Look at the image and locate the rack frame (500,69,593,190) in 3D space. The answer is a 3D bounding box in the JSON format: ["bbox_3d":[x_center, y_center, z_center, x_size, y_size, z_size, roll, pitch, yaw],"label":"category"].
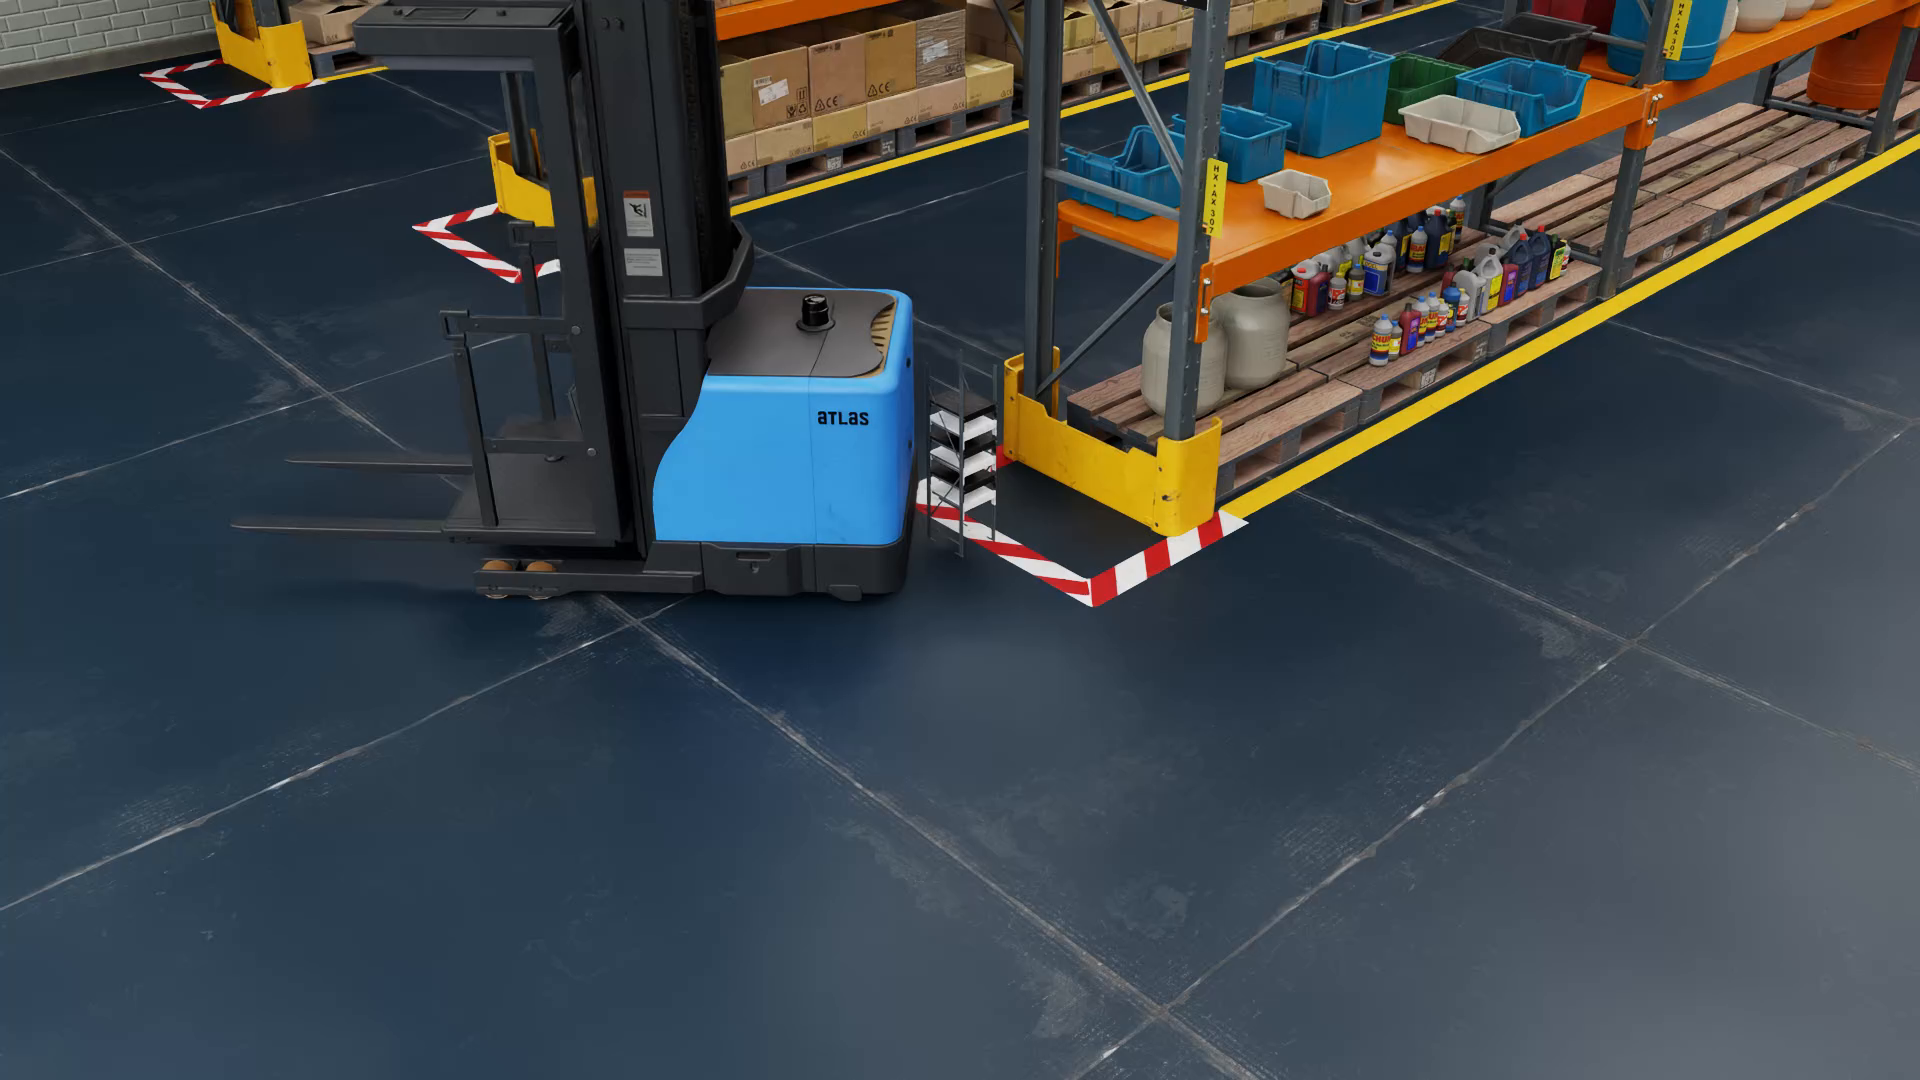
[{"bbox_3d":[-2.673,-3.416,10.460,0.127,3.000,1.000,-26,40,-35],"label":"rack frame"}]

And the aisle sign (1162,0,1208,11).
[{"bbox_3d":[0.839,-2.491,6.456,0.004,0.787,0.394,-26,40,-35],"label":"aisle sign"}]

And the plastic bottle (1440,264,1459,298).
[{"bbox_3d":[2.777,-1.430,9.395,0.133,0.283,0.061,-26,40,-35],"label":"plastic bottle"}]

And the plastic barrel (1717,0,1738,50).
[{"bbox_3d":[4.476,-3.252,10.062,0.433,0.535,0.433,0,31,0],"label":"plastic barrel"}]

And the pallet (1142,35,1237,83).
[{"bbox_3d":[1.669,-4.356,14.671,1.213,0.211,1.003,-26,40,-35],"label":"pallet"}]

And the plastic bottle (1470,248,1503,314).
[{"bbox_3d":[2.972,-1.474,9.403,0.185,0.351,0.144,-26,40,-36],"label":"plastic bottle"}]

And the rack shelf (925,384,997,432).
[{"bbox_3d":[0.006,-0.589,7.396,0.200,0.077,0.258,-26,40,-35],"label":"rack shelf"}]

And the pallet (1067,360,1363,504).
[{"bbox_3d":[1.315,-0.661,8.628,1.213,0.211,1.003,-26,40,-35],"label":"pallet"}]

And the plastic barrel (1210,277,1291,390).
[{"bbox_3d":[1.491,-1.078,8.619,0.421,0.512,0.421,0,31,0],"label":"plastic barrel"}]

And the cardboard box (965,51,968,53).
[{"bbox_3d":[-0.286,-3.792,13.309,0.500,0.250,0.500,-26,40,-35],"label":"cardboard box"}]

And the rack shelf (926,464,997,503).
[{"bbox_3d":[0.006,-0.282,7.584,0.200,0.077,0.258,-26,40,-35],"label":"rack shelf"}]

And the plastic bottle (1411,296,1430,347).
[{"bbox_3d":[2.485,-1.189,9.012,0.097,0.271,0.097,0,31,0],"label":"plastic bottle"}]

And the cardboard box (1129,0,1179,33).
[{"bbox_3d":[1.482,-4.491,13.914,0.500,0.311,0.500,-27,41,-37],"label":"cardboard box"}]

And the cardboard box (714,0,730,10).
[{"bbox_3d":[-1.940,-3.807,11.005,0.500,0.500,0.700,-25,39,-34],"label":"cardboard box"}]

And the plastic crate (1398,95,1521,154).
[{"bbox_3d":[2.607,-2.153,8.648,0.437,0.136,0.530,-26,40,-35],"label":"plastic crate"}]

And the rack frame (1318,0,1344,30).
[{"bbox_3d":[3.193,-6.253,15.101,0.127,3.000,1.000,-26,40,-35],"label":"rack frame"}]

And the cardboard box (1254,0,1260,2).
[{"bbox_3d":[2.600,-5.032,14.799,0.500,0.311,0.500,-27,40,-36],"label":"cardboard box"}]

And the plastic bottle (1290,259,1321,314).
[{"bbox_3d":[1.944,-1.443,9.424,0.135,0.276,0.152,-25,40,-35],"label":"plastic bottle"}]

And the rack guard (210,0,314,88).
[{"bbox_3d":[-5.988,-4.270,14.253,0.348,0.500,1.175,-26,40,-35],"label":"rack guard"}]

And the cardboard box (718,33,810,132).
[{"bbox_3d":[-1.405,-3.207,11.634,0.500,0.500,0.500,-26,40,-35],"label":"cardboard box"}]

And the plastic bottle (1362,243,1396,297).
[{"bbox_3d":[2.420,-1.571,9.633,0.135,0.276,0.152,-26,40,-35],"label":"plastic bottle"}]

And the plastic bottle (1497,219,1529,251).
[{"bbox_3d":[3.251,-1.712,9.792,0.185,0.351,0.144,-26,40,-35],"label":"plastic bottle"}]

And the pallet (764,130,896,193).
[{"bbox_3d":[-1.246,-2.944,12.362,1.213,0.211,1.003,-26,40,-35],"label":"pallet"}]

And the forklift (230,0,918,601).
[{"bbox_3d":[-1.735,-1.261,7.003,3.031,2.935,1.130,1,31,2],"label":"forklift"}]

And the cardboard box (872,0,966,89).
[{"bbox_3d":[-0.306,-3.739,12.504,0.500,0.500,0.500,-26,40,-35],"label":"cardboard box"}]

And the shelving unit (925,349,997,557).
[{"bbox_3d":[0.006,-0.387,7.520,0.210,0.900,0.258,-26,40,-35],"label":"shelving unit"}]

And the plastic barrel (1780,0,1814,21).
[{"bbox_3d":[5.331,-3.665,10.739,0.433,0.535,0.433,0,31,0],"label":"plastic barrel"}]

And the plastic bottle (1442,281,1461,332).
[{"bbox_3d":[2.707,-1.296,9.188,0.097,0.271,0.097,0,31,0],"label":"plastic bottle"}]

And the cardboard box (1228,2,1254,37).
[{"bbox_3d":[2.227,-4.618,14.660,0.500,0.250,0.500,-25,39,-34],"label":"cardboard box"}]

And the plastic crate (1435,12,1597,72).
[{"bbox_3d":[3.155,-2.775,9.472,0.504,0.338,0.767,-26,40,-35],"label":"plastic crate"}]

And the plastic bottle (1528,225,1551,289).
[{"bbox_3d":[3.349,-1.657,9.702,0.185,0.351,0.144,-27,41,-37],"label":"plastic bottle"}]

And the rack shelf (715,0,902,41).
[{"bbox_3d":[-1.206,-3.818,11.808,4.000,0.370,1.077,-26,40,-35],"label":"rack shelf"}]

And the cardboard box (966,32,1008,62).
[{"bbox_3d":[0.367,-4.098,13.810,0.500,0.250,0.500,-26,40,-36],"label":"cardboard box"}]

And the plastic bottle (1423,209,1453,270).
[{"bbox_3d":[2.849,-1.813,9.957,0.185,0.351,0.144,-26,40,-35],"label":"plastic bottle"}]

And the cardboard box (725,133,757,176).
[{"bbox_3d":[-1.764,-2.705,11.532,0.500,0.250,0.500,-26,40,-35],"label":"cardboard box"}]

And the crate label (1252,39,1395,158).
[{"bbox_3d":[1.858,-2.291,8.587,0.616,0.435,0.502,-26,40,-35],"label":"crate label"}]

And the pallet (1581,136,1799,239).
[{"bbox_3d":[5.070,-2.477,11.598,1.213,0.211,1.003,-26,40,-35],"label":"pallet"}]

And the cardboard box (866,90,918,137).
[{"bbox_3d":[-0.661,-3.236,12.400,0.500,0.250,0.500,-26,40,-35],"label":"cardboard box"}]

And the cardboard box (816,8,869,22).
[{"bbox_3d":[-1.026,-3.761,12.539,0.500,0.500,0.500,-26,40,-35],"label":"cardboard box"}]

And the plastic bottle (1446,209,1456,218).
[{"bbox_3d":[3.019,-1.951,10.325,0.097,0.201,0.097,0,31,0],"label":"plastic bottle"}]

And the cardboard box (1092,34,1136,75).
[{"bbox_3d":[1.100,-4.070,13.763,0.500,0.250,0.500,-25,39,-34],"label":"cardboard box"}]

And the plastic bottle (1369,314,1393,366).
[{"bbox_3d":[2.234,-1.067,8.813,0.097,0.271,0.097,0,31,0],"label":"plastic bottle"}]

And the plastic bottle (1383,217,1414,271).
[{"bbox_3d":[2.613,-1.801,9.938,0.144,0.351,0.185,27,41,37],"label":"plastic bottle"}]

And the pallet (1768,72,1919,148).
[{"bbox_3d":[7.108,-3.463,13.211,1.213,0.211,1.003,-26,40,-35],"label":"pallet"}]

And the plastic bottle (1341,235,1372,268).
[{"bbox_3d":[2.301,-1.650,9.691,0.185,0.351,0.144,-26,40,-36],"label":"plastic bottle"}]

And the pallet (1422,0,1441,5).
[{"bbox_3d":[4.661,-5.744,16.942,1.213,0.211,1.003,-26,40,-35],"label":"pallet"}]

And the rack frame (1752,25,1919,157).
[{"bbox_3d":[6.559,-4.357,12.000,0.127,3.000,1.000,-26,40,-35],"label":"rack frame"}]
